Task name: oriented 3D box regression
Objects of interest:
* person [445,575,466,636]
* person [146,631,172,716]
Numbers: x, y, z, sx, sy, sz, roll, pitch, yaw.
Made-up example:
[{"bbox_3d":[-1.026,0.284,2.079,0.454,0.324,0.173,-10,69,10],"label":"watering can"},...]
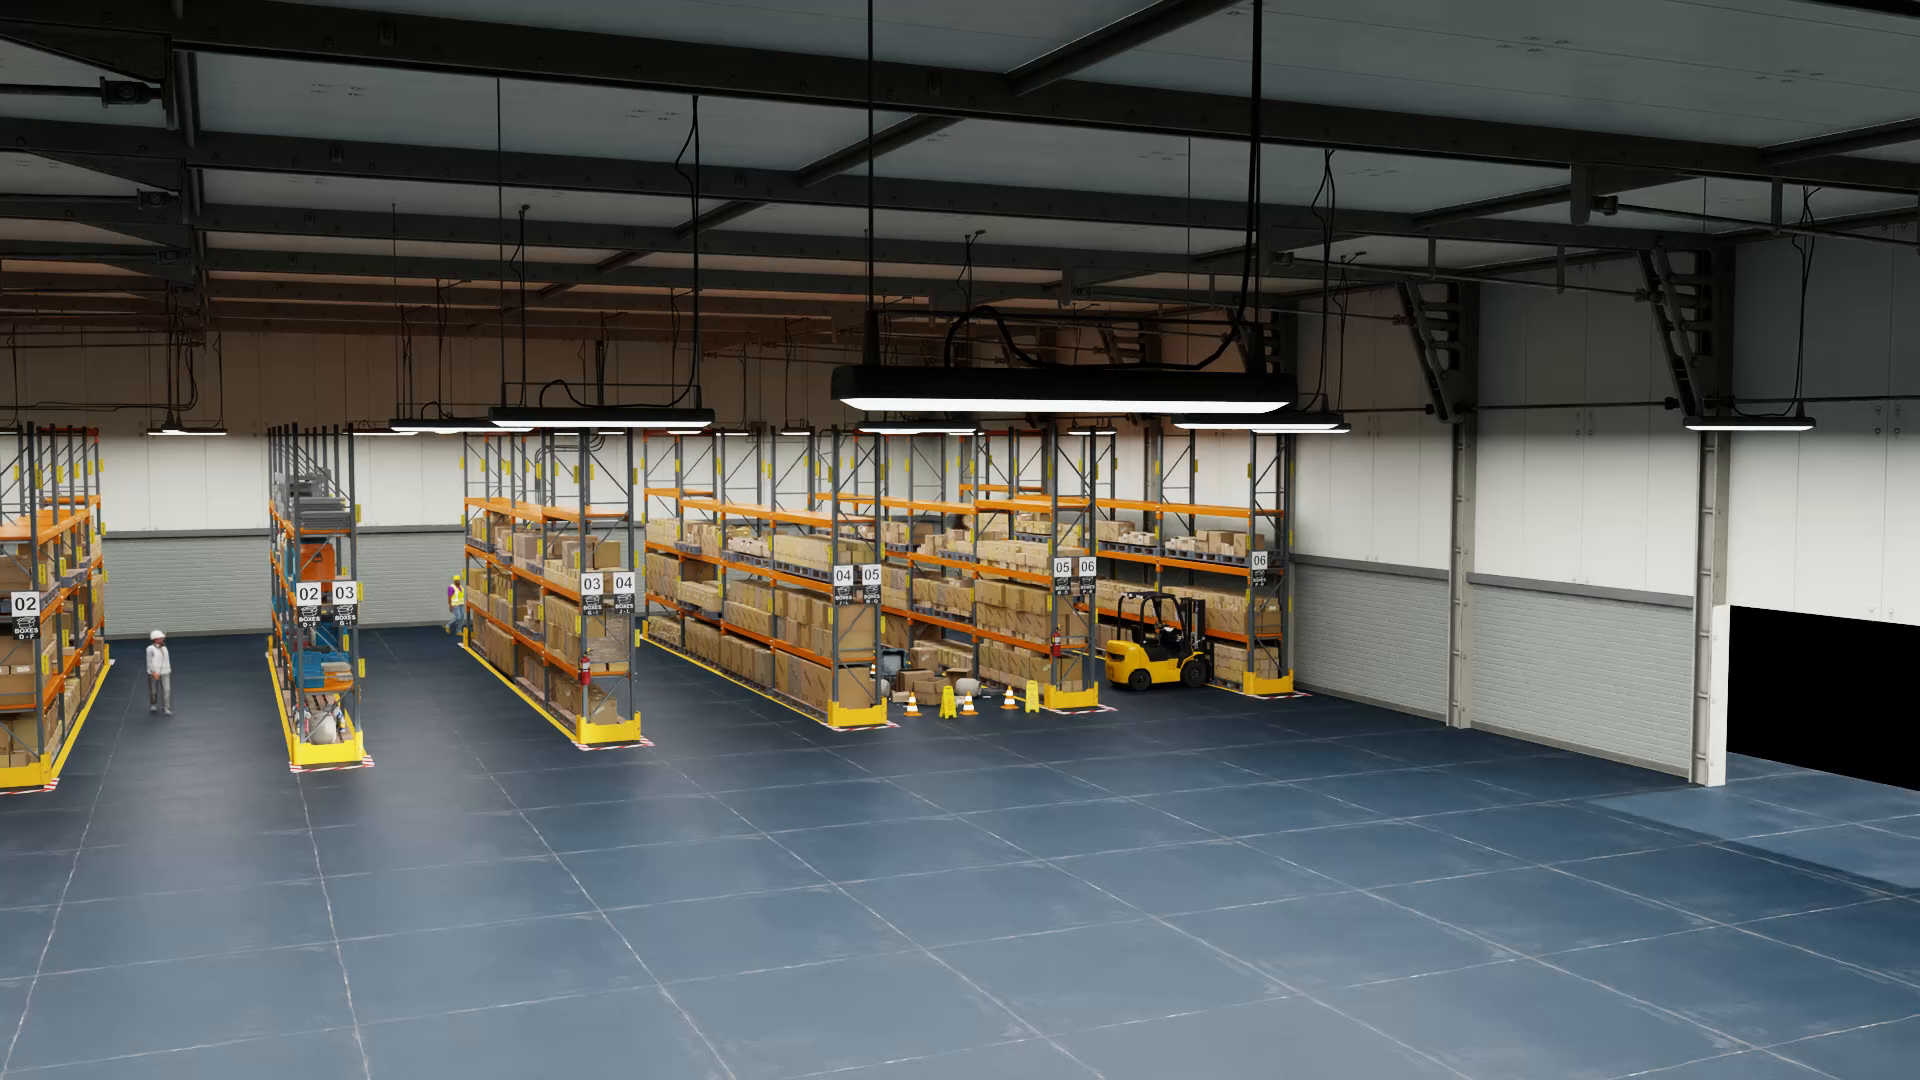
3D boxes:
[{"bbox_3d":[-14.557,1.891,48.080,0.566,1.756,0.586,1,4,18],"label":"person"},{"bbox_3d":[-16.599,2.754,34.450,0.466,1.736,1.006,-2,4,-31],"label":"person"}]
